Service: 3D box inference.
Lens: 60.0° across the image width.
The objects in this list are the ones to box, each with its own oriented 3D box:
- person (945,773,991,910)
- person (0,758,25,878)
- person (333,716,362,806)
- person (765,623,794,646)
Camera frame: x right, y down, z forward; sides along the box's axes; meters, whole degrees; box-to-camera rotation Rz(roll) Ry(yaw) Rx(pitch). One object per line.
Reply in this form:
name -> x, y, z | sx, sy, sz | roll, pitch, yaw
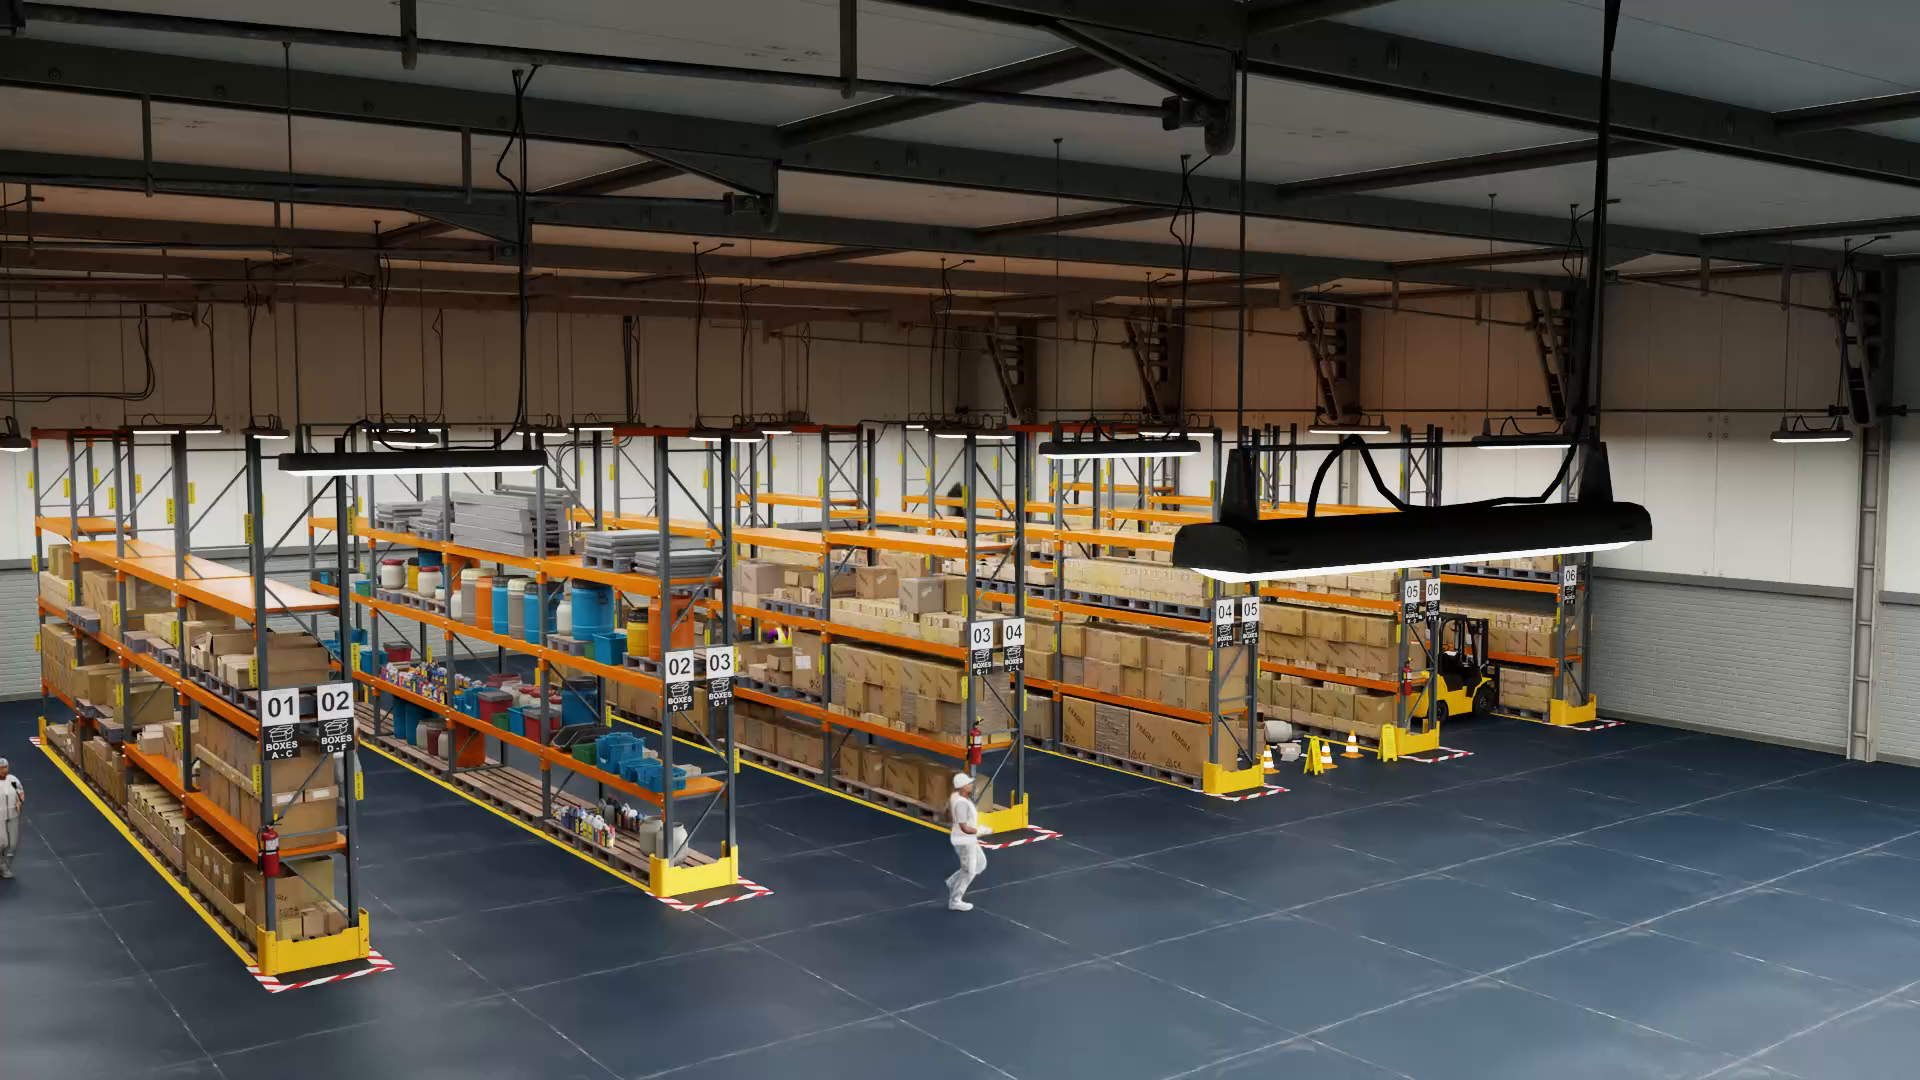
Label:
person -> 0.103, 3.806, 21.042 | 0.583, 1.739, 0.678 | 0, 4, -2
person -> -12.908, 3.760, 22.446 | 0.541, 1.625, 0.604 | 3, 6, 38
person -> -9.753, 3.388, 26.304 | 0.688, 1.723, 0.695 | -4, 6, -42
person -> -3.886, 2.535, 36.717 | 0.696, 1.759, 0.988 | -3, 6, -36
